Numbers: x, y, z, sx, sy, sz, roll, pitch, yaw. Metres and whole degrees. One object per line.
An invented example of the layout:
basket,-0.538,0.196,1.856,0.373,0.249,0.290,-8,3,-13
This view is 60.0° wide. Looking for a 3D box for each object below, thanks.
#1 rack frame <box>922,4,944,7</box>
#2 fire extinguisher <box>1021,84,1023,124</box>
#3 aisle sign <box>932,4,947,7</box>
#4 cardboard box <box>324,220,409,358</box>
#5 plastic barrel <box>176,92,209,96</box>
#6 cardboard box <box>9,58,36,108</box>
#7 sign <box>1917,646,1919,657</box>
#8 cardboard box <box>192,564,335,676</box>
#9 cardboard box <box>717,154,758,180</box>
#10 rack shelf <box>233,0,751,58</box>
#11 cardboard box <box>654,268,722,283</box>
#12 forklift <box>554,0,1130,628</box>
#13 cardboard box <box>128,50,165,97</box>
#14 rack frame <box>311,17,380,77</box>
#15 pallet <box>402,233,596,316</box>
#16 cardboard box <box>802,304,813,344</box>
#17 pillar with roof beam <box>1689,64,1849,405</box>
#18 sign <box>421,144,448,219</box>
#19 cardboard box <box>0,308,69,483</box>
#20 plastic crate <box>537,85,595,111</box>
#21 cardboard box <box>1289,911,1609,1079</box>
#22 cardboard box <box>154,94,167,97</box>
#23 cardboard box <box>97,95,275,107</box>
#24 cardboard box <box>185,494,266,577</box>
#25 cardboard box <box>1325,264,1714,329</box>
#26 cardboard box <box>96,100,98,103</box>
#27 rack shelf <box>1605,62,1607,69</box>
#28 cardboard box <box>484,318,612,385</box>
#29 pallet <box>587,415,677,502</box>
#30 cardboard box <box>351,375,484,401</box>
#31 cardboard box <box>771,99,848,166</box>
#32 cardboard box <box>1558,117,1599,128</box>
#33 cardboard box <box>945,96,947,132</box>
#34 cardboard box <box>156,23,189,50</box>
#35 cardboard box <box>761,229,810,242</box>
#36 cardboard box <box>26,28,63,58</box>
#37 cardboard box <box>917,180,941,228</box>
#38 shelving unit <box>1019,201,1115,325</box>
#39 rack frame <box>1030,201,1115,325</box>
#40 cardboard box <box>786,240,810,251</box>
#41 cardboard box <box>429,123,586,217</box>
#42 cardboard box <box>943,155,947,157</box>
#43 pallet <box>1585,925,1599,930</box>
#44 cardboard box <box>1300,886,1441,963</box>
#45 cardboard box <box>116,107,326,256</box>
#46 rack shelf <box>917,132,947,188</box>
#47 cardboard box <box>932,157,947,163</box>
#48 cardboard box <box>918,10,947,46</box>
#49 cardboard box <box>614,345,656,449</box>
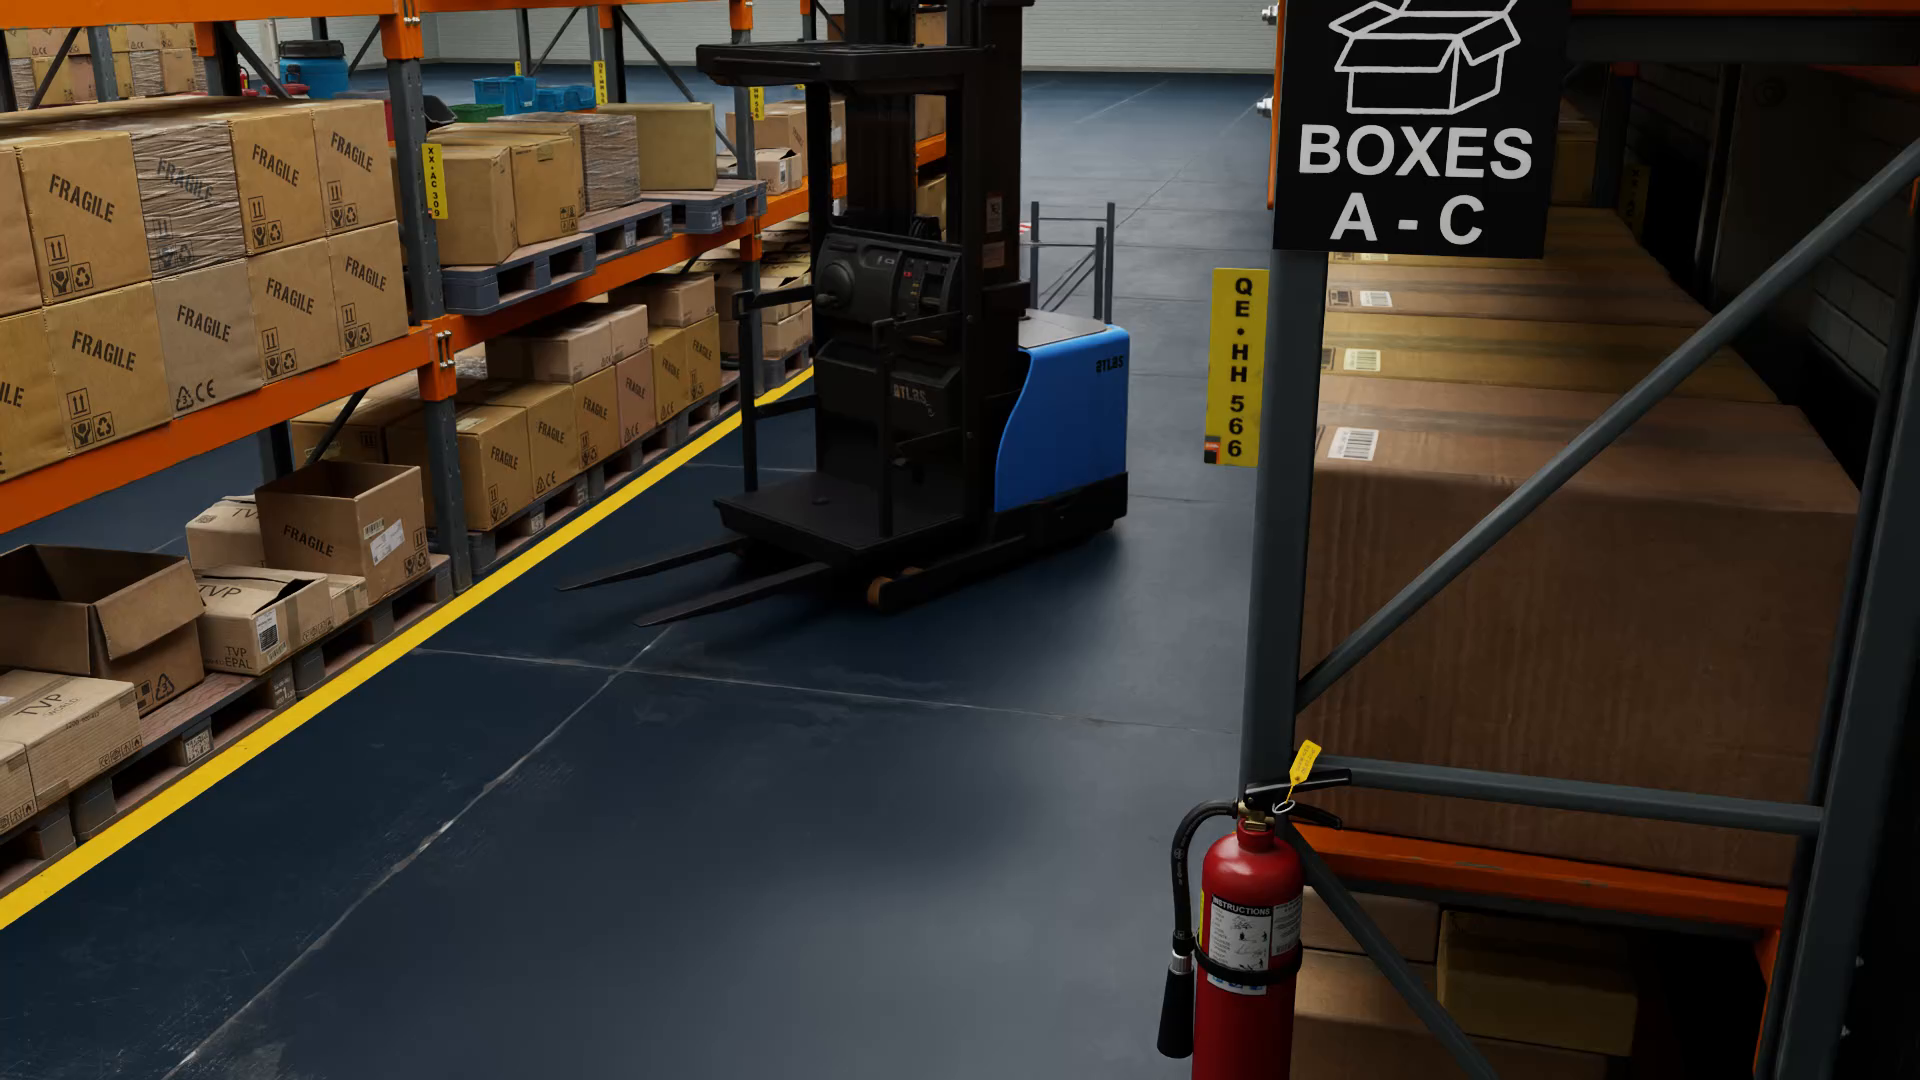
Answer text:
rack frame,0.082,-4.975,18.613,1.000,3.000,0.127,5,19,13
fire extinguisher,0.561,-4.939,18.626,0.296,0.674,0.183,5,19,13
aisle sign,-0.199,-6.250,18.324,0.394,0.787,0.004,5,19,13
cardboard box,-2.723,-1.084,7.067,0.500,0.500,0.500,5,19,14
plastic barrel,-6.429,-3.530,14.171,0.433,0.535,0.433,0,19,0
cardboard box,-10.331,-4.829,17.570,0.875,0.500,0.500,5,19,13
sign,1.514,0.028,2.502,0.100,0.325,0.005,5,19,13
cardboard box,-2.897,0.286,6.688,0.500,0.311,0.500,5,19,13
cardboard box,-1.742,-2.536,11.610,0.500,0.311,0.500,6,20,17
rack shelf,-2.361,-2.920,9.068,1.077,0.370,4.000,5,19,13
cardboard box,-1.984,-1.814,12.095,0.500,0.311,0.500,5,20,15
forklift,-0.503,-1.238,7.777,1.130,2.935,3.031,18,26,42
cardboard box,-9.854,-5.457,19.409,0.875,0.500,0.500,5,19,13
rack frame,-5.698,-4.114,16.091,1.000,3.000,0.127,5,19,13
pallet,-2.549,-1.365,8.340,1.003,0.211,1.213,5,19,13
cardboard box,-1.338,-1.664,12.522,0.500,0.250,0.500,4,19,12
pillar with roof beam,-1.552,-3.715,5.642,9.100,9.000,0.400,5,19,13
sign,-2.322,-1.583,7.343,0.100,0.325,0.005,5,19,13
cardboard box,-3.217,-0.445,5.195,0.500,0.500,0.500,5,19,13
plastic crate,-4.553,-5.117,19.257,0.499,0.251,0.616,5,19,13
cardboard box,1.051,1.187,3.790,0.700,0.500,0.500,5,19,13
cardboard box,-9.643,-5.221,19.722,0.380,0.149,0.250,5,19,13
cardboard box,-3.238,-1.609,7.056,0.500,0.500,0.500,5,20,15
cardboard box,-3.162,-0.035,7.629,0.500,0.311,0.500,5,19,13
cardboard box,1.454,-0.340,4.578,0.980,0.700,0.700,4,19,11
cardboard box,-9.803,-4.901,18.784,0.380,0.149,0.250,5,19,13
rack shelf,2.443,-2.530,7.926,1.077,0.370,4.000,5,19,13
cardboard box,-2.251,-1.040,9.118,0.500,0.250,0.500,5,19,13
pallet,-2.392,-0.536,9.930,1.003,0.211,1.213,5,19,13
cardboard box,-2.879,-0.571,8.905,0.500,0.500,0.500,5,19,14
cardboard box,-1.228,-3.364,13.742,0.500,0.500,0.500,6,20,17
cardboard box,2.441,-1.664,7.114,0.500,0.250,0.500,5,19,14
cardboard box,-0.420,-4.392,16.750,0.700,0.500,0.500,5,20,15
cardboard box,-9.535,-6.071,19.659,0.500,0.500,0.500,5,19,13
cardboard box,-1.491,-2.456,13.973,0.500,0.311,0.500,4,19,12
cardboard box,-10.024,-5.444,17.824,0.500,0.500,0.500,5,19,13
cardboard box,-0.479,-3.094,15.551,0.500,0.500,0.500,5,19,13
shelving unit,0.607,-1.161,9.766,0.538,1.500,1.048,3,19,8
rack frame,0.679,-1.323,10.242,0.500,1.500,0.032,3,19,8
cardboard box,-1.088,-2.258,13.394,0.500,0.311,0.500,4,19,13
cardboard box,-2.478,-2.019,9.153,0.700,0.500,0.500,0,19,-1
cardboard box,-0.385,-3.920,17.968,0.500,0.500,0.500,5,19,13
pallet,1.397,1.111,5.107,1.003,0.211,1.213,5,19,13
cardboard box,0.906,0.825,3.845,0.380,0.149,0.250,4,19,13
cardboard box,-2.845,-1.395,6.429,0.500,0.500,0.500,4,19,12
rack shelf,-0.407,-4.008,16.894,1.077,0.370,4.000,5,19,13
cardboard box,0.009,-3.721,17.386,0.500,0.500,0.500,5,19,13
cardboard box,-0.425,-4.994,16.507,0.700,0.500,0.500,5,19,13
cardboard box,-2.123,-0.854,9.734,0.500,0.500,0.500,4,19,11
